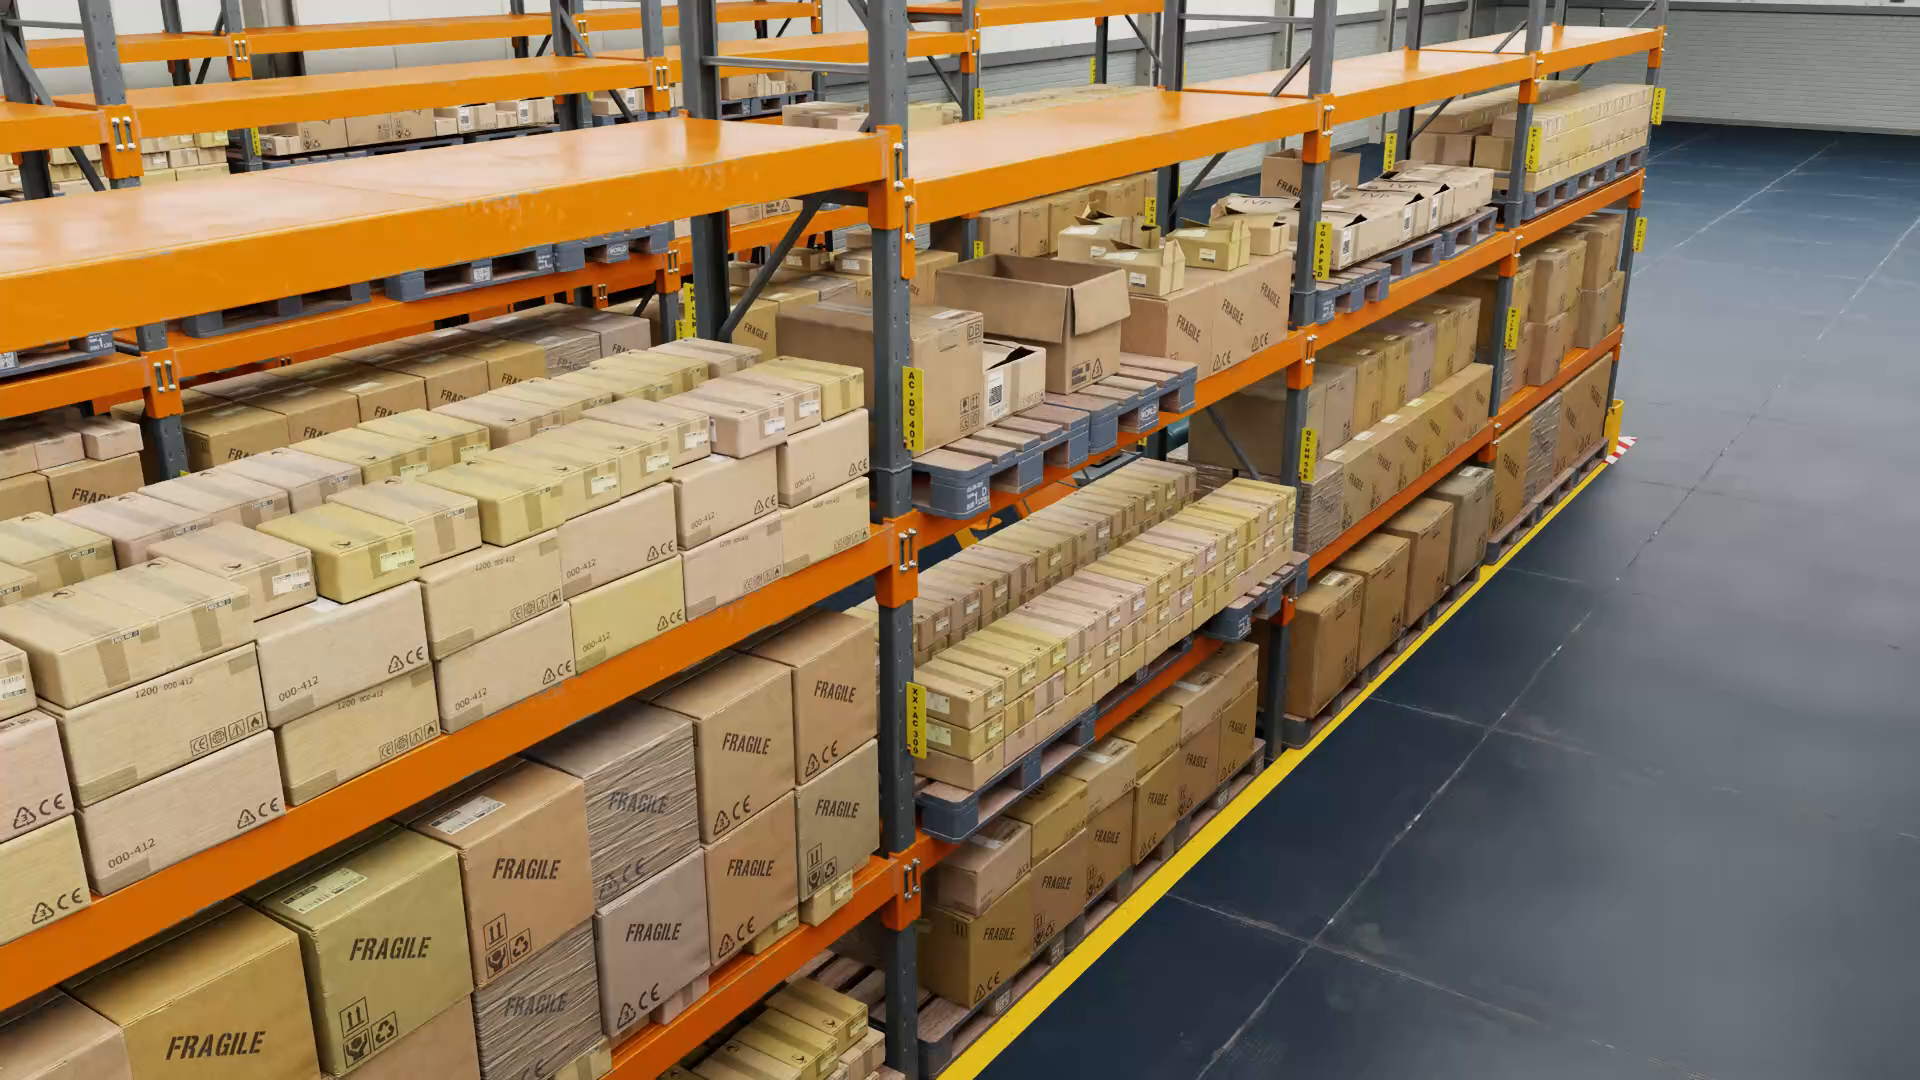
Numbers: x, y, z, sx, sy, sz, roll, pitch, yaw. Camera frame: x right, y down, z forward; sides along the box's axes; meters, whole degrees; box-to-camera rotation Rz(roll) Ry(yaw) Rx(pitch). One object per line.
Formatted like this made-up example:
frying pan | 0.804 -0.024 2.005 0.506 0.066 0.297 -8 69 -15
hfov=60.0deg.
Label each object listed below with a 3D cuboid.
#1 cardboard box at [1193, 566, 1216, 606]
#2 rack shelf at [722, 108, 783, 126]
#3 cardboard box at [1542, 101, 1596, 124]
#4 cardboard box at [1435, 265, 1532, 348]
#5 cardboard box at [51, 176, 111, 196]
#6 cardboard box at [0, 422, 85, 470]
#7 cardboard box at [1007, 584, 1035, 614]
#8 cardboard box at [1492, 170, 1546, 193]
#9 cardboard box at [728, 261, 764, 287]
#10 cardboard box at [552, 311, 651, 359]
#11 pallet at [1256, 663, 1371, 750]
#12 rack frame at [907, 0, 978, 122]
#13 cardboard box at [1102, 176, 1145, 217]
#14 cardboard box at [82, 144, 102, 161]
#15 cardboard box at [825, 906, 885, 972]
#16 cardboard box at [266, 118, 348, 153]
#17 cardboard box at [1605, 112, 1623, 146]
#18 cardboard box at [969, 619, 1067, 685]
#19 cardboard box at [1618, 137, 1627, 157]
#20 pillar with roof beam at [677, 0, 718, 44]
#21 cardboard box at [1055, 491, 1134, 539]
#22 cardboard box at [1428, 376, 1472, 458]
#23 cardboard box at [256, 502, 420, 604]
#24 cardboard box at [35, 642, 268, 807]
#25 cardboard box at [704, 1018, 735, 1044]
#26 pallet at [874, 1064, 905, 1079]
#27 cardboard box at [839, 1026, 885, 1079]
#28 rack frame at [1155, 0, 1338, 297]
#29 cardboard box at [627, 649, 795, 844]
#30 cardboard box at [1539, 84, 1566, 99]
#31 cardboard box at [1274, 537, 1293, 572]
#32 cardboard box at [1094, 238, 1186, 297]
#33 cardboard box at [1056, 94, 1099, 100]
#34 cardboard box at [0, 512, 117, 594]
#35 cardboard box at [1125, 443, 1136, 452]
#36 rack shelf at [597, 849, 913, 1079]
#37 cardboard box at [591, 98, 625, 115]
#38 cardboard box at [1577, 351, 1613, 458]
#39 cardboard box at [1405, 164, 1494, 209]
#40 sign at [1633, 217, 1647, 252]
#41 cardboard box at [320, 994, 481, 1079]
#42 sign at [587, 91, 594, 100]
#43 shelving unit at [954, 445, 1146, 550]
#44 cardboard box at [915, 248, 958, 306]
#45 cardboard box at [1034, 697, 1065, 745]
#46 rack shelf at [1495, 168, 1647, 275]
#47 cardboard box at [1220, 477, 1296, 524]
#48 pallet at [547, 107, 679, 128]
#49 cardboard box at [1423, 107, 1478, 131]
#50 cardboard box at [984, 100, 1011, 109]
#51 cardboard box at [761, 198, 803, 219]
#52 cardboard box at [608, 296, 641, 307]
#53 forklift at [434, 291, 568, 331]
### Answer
cardboard box | 1.135 0.204 8.864 0.380 0.149 0.250 13 24 31
rack shelf | -3.272 -4.797 19.771 1.077 0.370 4.000 13 24 32
cardboard box | 5.062 -3.561 13.856 0.380 0.149 0.250 13 24 32
cardboard box | 4.098 -1.927 13.524 0.875 0.550 0.550 13 24 32
cardboard box | -7.295 -2.860 13.714 0.500 0.250 0.500 13 24 32
cardboard box | -4.934 -0.507 8.938 0.380 0.149 0.250 14 24 33
cardboard box | 0.163 0.294 8.621 0.380 0.149 0.250 13 24 32
cardboard box | 4.348 -2.822 13.006 0.380 0.149 0.250 13 24 31
cardboard box | -1.851 -2.251 14.062 0.380 0.149 0.250 12 23 29
cardboard box | -2.612 -1.356 12.169 0.500 0.500 0.500 13 24 30
pallet | 2.119 0.993 11.423 1.003 0.211 1.213 13 24 32
rack frame | -0.289 -5.001 14.960 1.000 3.000 0.127 13 24 32
cardboard box | 1.563 -3.657 17.962 0.700 0.500 0.500 14 24 32
cardboard box | -7.183 -3.214 13.665 0.380 0.149 0.250 13 24 31
cardboard box | -0.427 1.759 8.332 0.500 0.500 0.500 13 24 31
cardboard box | -6.036 -3.864 15.318 0.500 0.500 0.500 14 24 32
cardboard box | 5.502 -3.636 14.633 0.500 0.250 0.500 13 24 32
cardboard box | 0.265 0.509 7.612 0.380 0.149 0.250 14 24 32
cardboard box | 5.775 -3.551 14.979 0.380 0.149 0.250 14 24 32
pillar with roof beam | 0.276 -6.252 18.343 9.100 9.000 0.400 13 24 32
cardboard box | 0.754 -0.143 9.375 0.380 0.149 0.250 12 24 30
cardboard box | 3.506 -0.951 12.515 0.500 0.500 0.500 13 24 31
cardboard box | -1.721 0.031 4.601 0.380 0.149 0.250 14 25 33
cardboard box | -2.129 0.396 4.189 0.500 0.250 0.500 13 24 31
cardboard box | -1.204 2.032 7.243 0.380 0.149 0.250 15 25 34
pallet | -0.983 2.552 7.209 1.003 0.211 1.213 13 24 32
cardboard box | -0.549 2.198 7.223 0.380 0.149 0.250 14 24 33
rack frame | 1.613 -2.917 9.326 1.000 3.000 0.127 13 24 32
cardboard box | -0.962 0.726 6.111 0.500 0.500 0.500 12 24 30
cardboard box | 5.375 -4.126 15.384 0.380 0.149 0.250 13 24 31
cardboard box | 1.716 0.049 9.713 0.380 0.149 0.250 14 24 33
cardboard box | 0.895 -1.376 8.237 0.396 0.266 0.258 13 24 32
cardboard box | 1.212 -4.498 17.139 0.380 0.149 0.250 12 24 30
cardboard box | -2.518 0.059 4.525 0.380 0.149 0.250 14 24 33
cardboard box | 1.439 -1.058 16.548 0.500 0.500 0.500 -6 21 -15
rack shelf | -1.759 1.956 5.838 1.077 0.370 4.000 13 24 32
cardboard box | -3.892 -4.756 18.236 0.380 0.149 0.250 14 24 33
cardboard box | 5.784 -1.391 16.307 0.875 0.875 0.875 13 24 32
cardboard box | 3.597 -2.597 12.253 0.500 0.250 0.500 14 24 32
sign | 6.552 -2.943 16.034 0.100 0.325 0.005 13 24 32
cardboard box | -1.837 1.634 5.097 0.500 0.500 0.500 14 24 33
sign | -3.942 -4.848 17.672 0.100 0.325 0.005 13 24 32
shelving unit | 0.739 -0.529 13.899 1.500 0.587 1.083 -29 1 37
cardboard box | -0.359 -2.393 15.380 0.500 0.500 0.500 13 24 31
cardboard box | 0.261 0.791 7.708 0.380 0.149 0.250 13 24 32
rack shelf | 4.986 -2.894 14.626 1.077 0.370 4.000 13 24 32
cardboard box | 1.717 -0.231 9.613 0.380 0.149 0.250 12 24 30
pallet | -3.938 -4.769 18.786 1.003 0.211 1.213 13 24 32
cardboard box | 3.946 -3.397 13.412 0.380 0.149 0.250 13 24 32
cardboard box | 0.282 -4.285 16.563 0.380 0.149 0.250 13 24 31
cardboard box | -1.703 -2.938 13.558 0.797 0.503 0.637 13 24 32
cardboard box | -3.864 -2.608 19.056 0.500 0.250 0.500 13 24 31
forklift | -3.751 -1.532 14.328 1.130 2.935 3.031 4 21 11
